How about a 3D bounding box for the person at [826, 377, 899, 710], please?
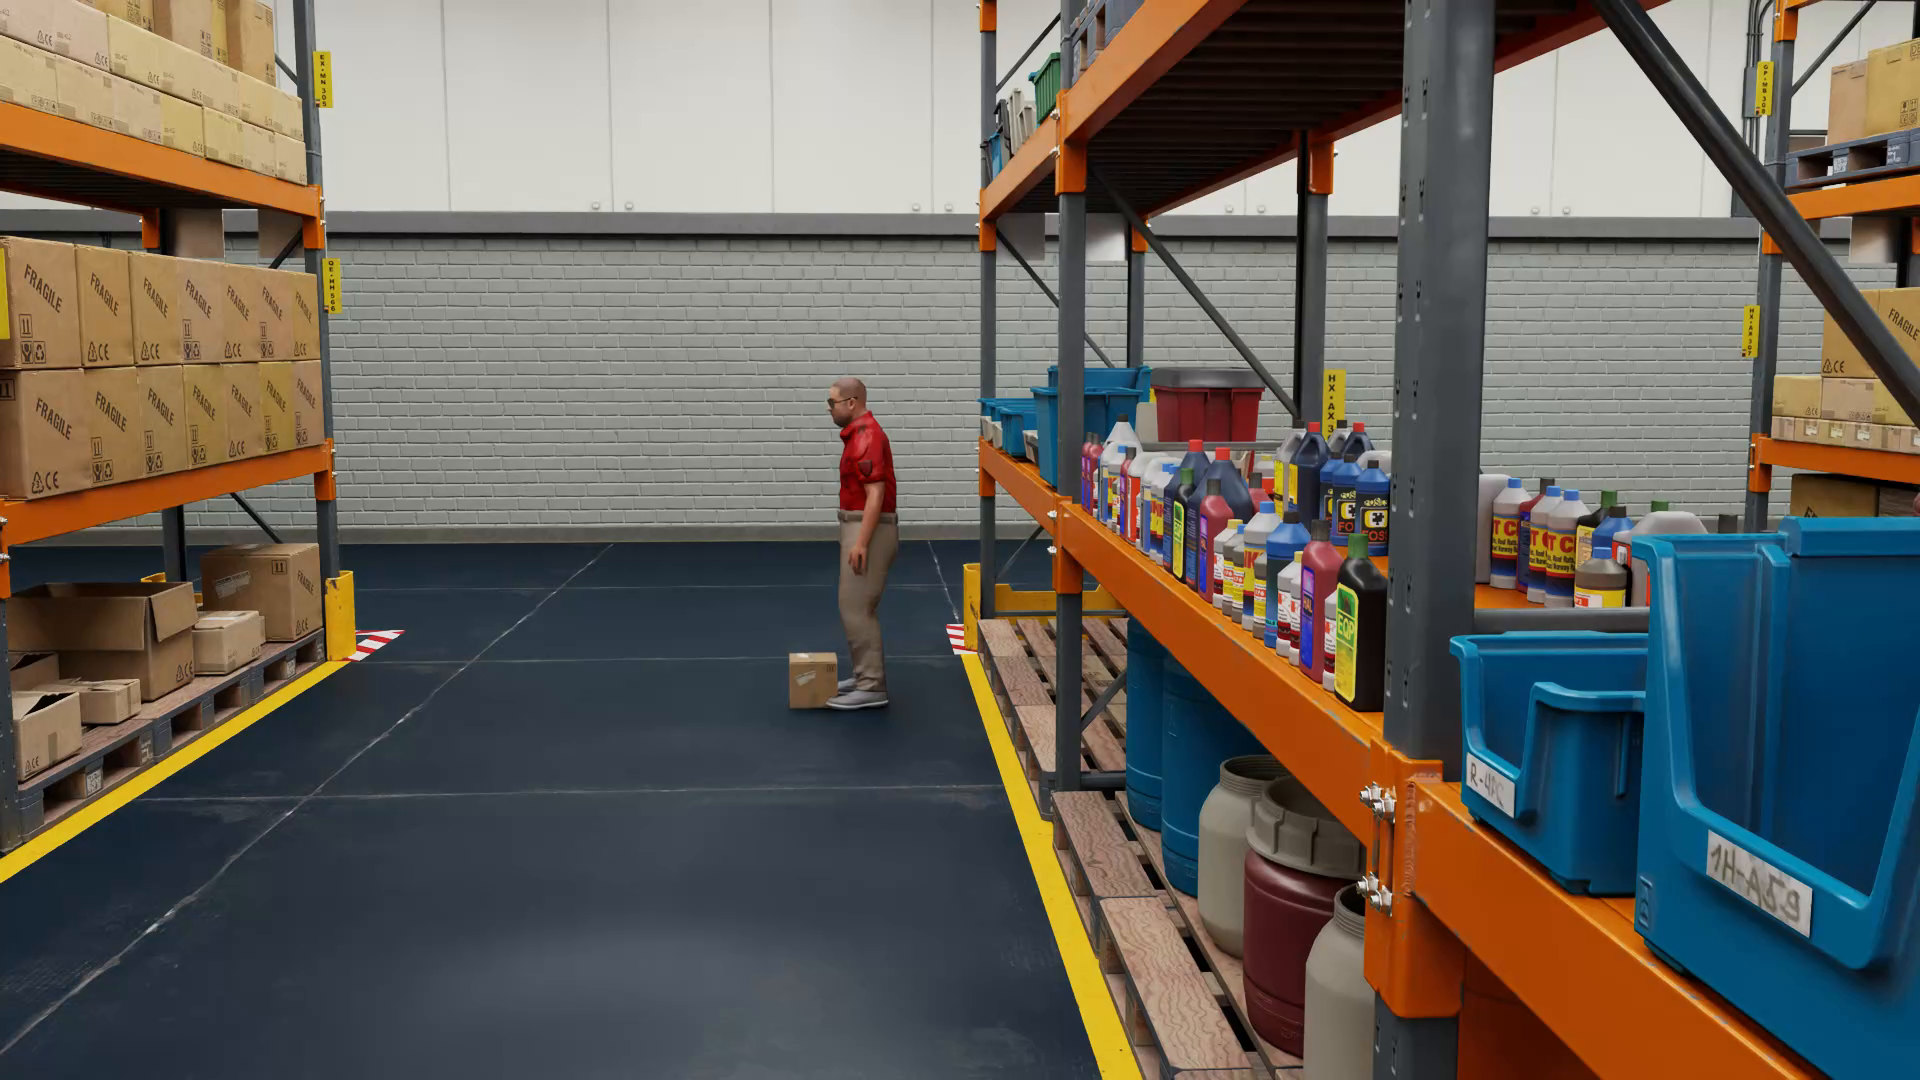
[{"bbox_3d":[-0.521,0.007,8.748,0.391,1.725,0.585,-1,7,-6],"label":"person"}]
